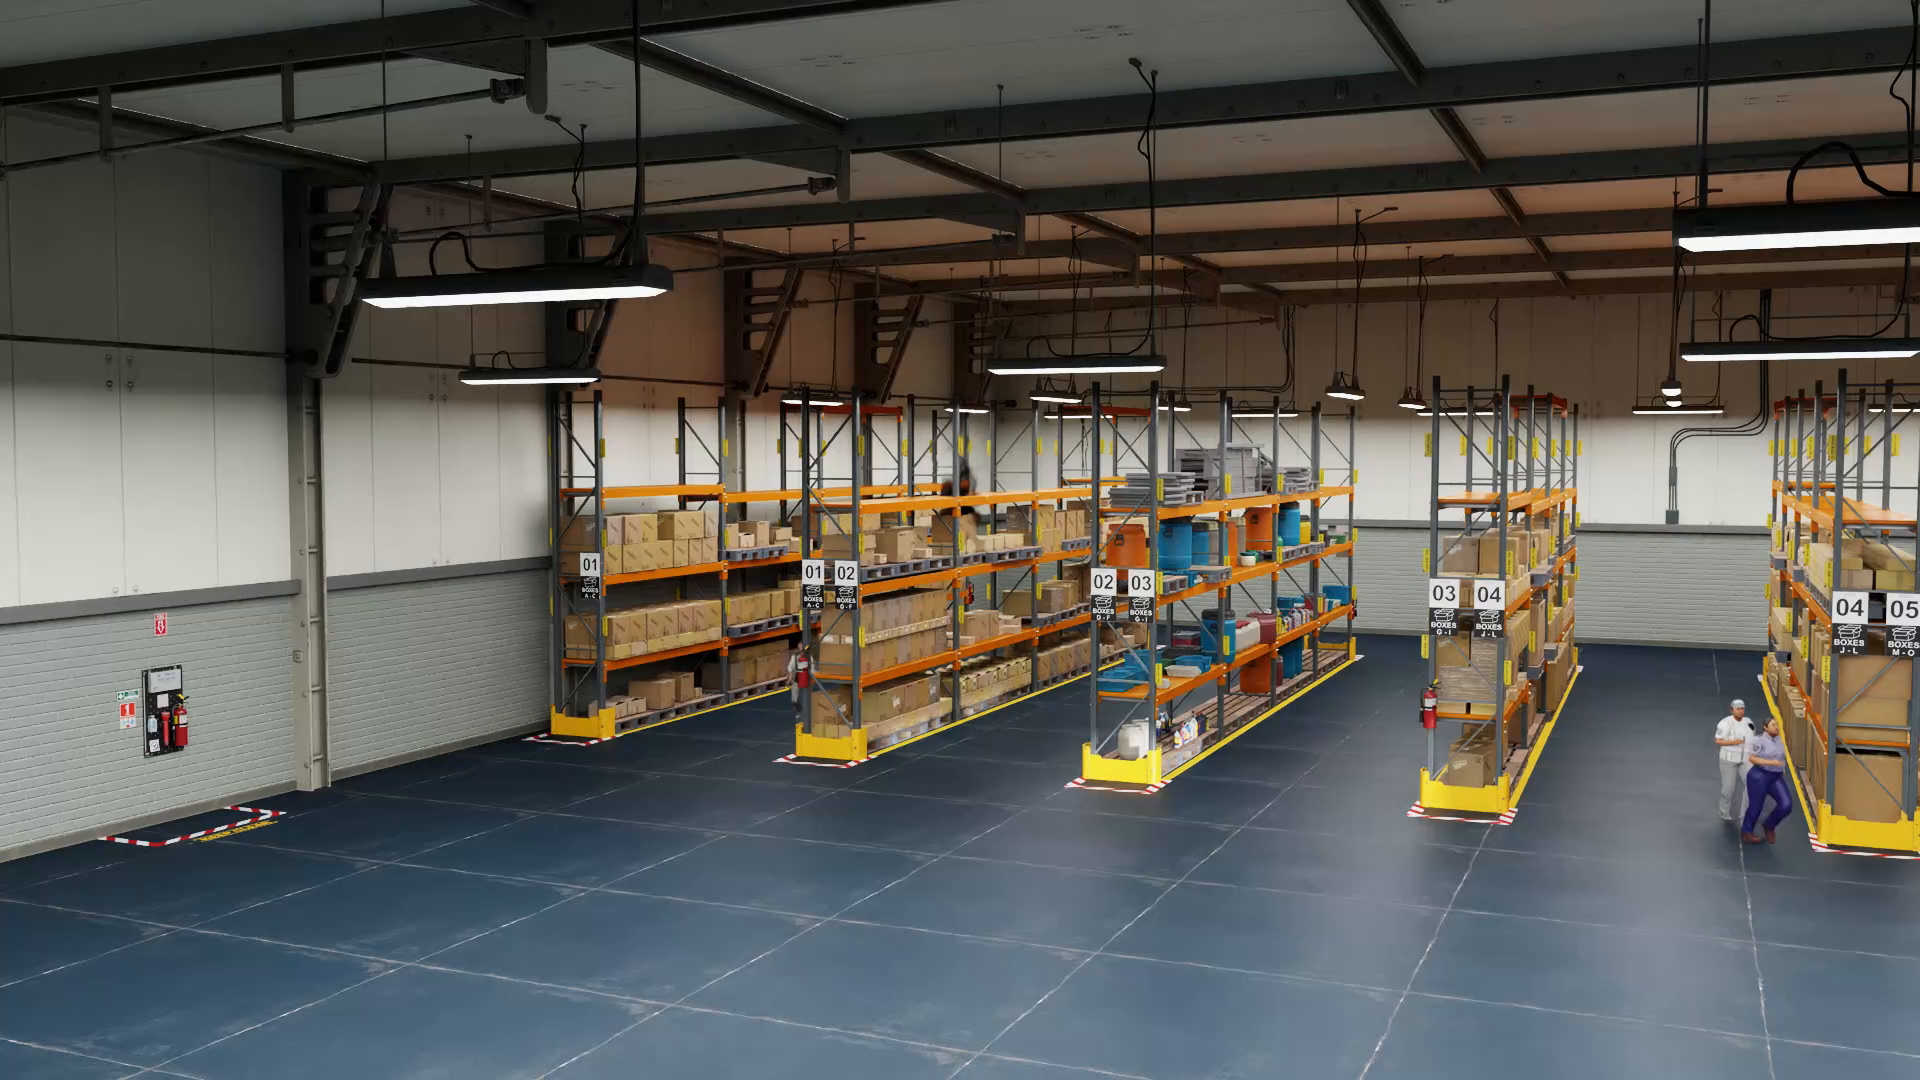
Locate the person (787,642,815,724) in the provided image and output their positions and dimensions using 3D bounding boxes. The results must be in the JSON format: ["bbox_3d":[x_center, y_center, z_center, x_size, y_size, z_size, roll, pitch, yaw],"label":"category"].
[{"bbox_3d":[-2.843,2.585,29.615,0.515,1.550,0.627,0,3,5],"label":"person"}]

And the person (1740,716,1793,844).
[{"bbox_3d":[10.236,3.036,20.986,0.632,1.624,0.660,-1,3,-12],"label":"person"}]

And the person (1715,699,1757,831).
[{"bbox_3d":[10.276,2.964,21.977,0.584,1.725,0.701,0,3,7],"label":"person"}]
